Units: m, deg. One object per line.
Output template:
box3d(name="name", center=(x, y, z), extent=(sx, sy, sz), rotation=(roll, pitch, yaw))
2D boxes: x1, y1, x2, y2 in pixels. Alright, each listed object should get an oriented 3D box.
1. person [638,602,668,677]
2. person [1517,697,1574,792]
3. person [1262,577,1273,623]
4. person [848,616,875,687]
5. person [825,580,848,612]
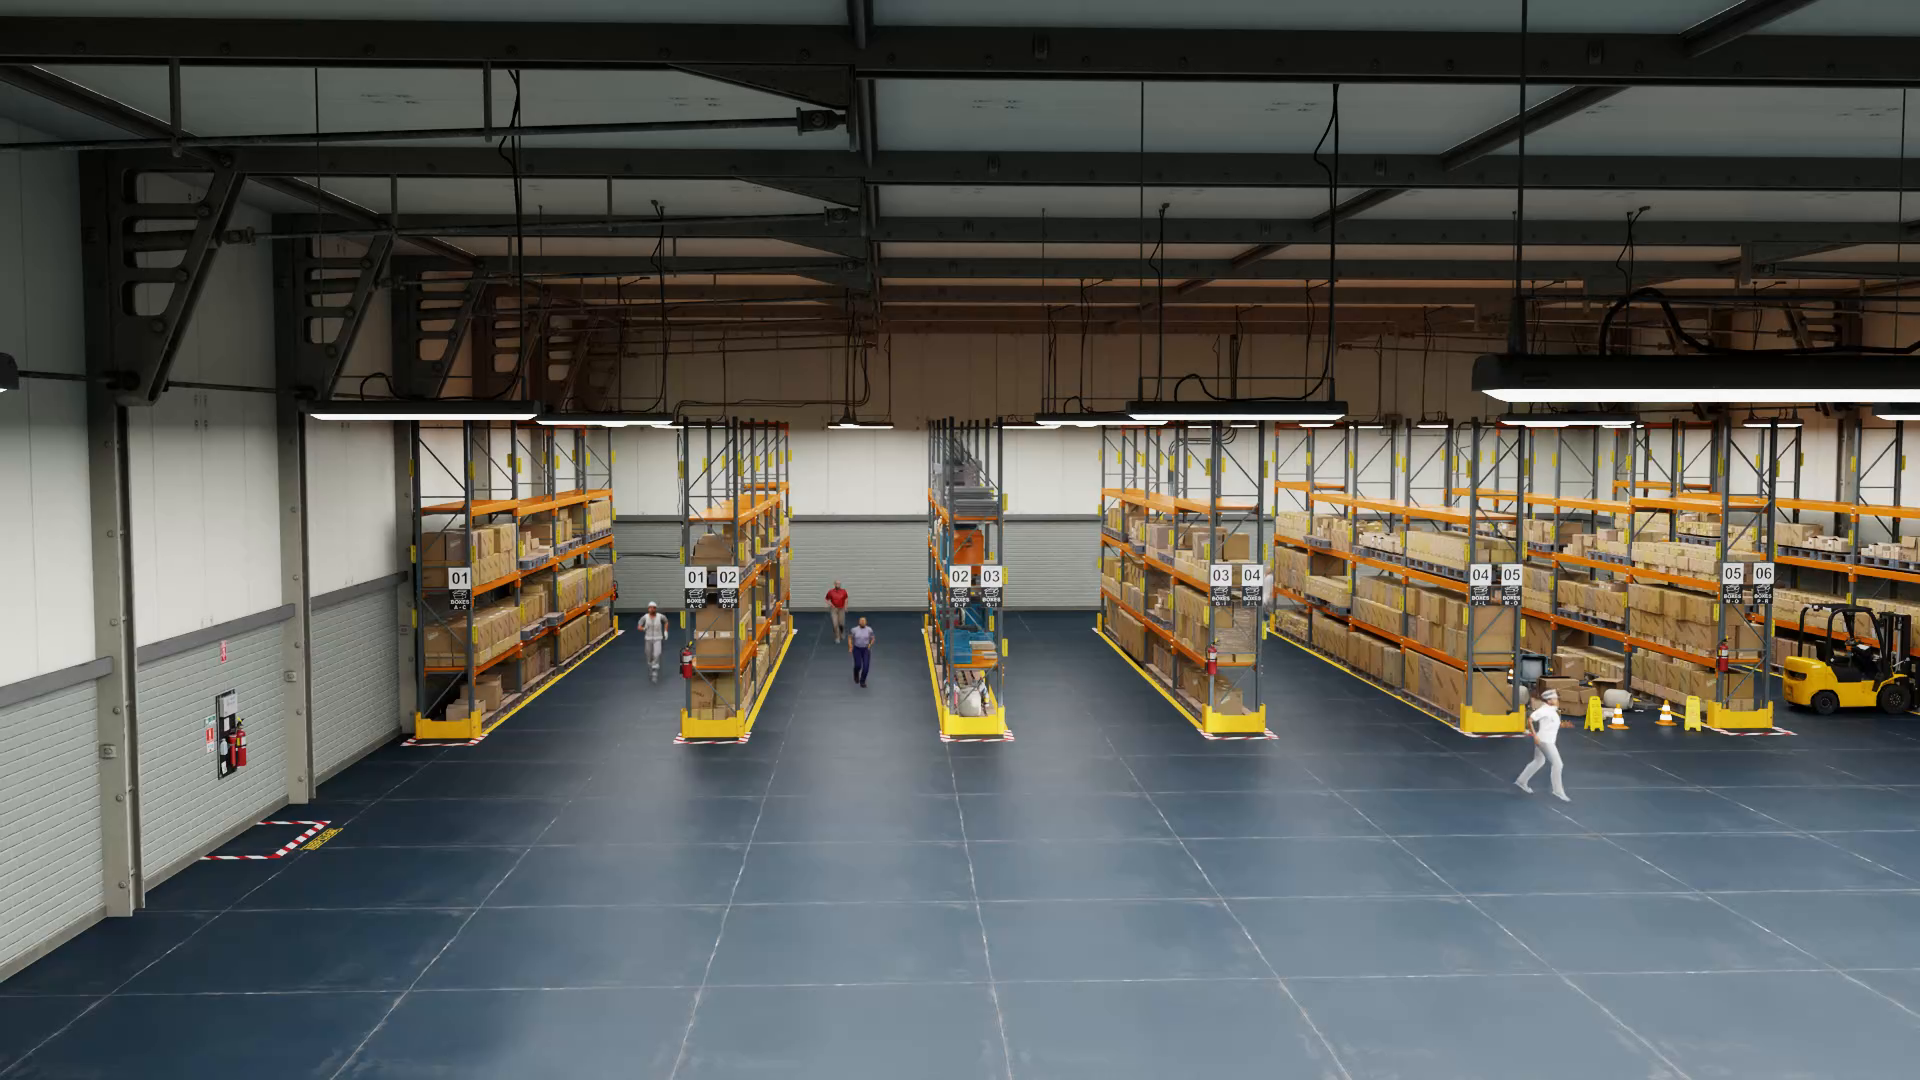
box3d(name="person", center=(-7.042, 2.268, 38.150), extent=(0.651, 1.716, 0.837), rotation=(0, 4, -5))
box3d(name="person", center=(9.123, 3.117, 25.920), extent=(0.833, 1.551, 0.547), rotation=(2, 4, 26))
box3d(name="person", center=(8.985, 1.764, 48.941), extent=(1.003, 1.543, 0.716), rotation=(-1, 4, -18))
box3d(name="person", center=(-2.191, 2.500, 37.170), extent=(0.592, 1.598, 0.576), rotation=(-1, 4, -11))
box3d(name="person", center=(-3.324, 1.544, 45.024), extent=(0.646, 0.891, 0.543), rotation=(-1, 4, -10))
